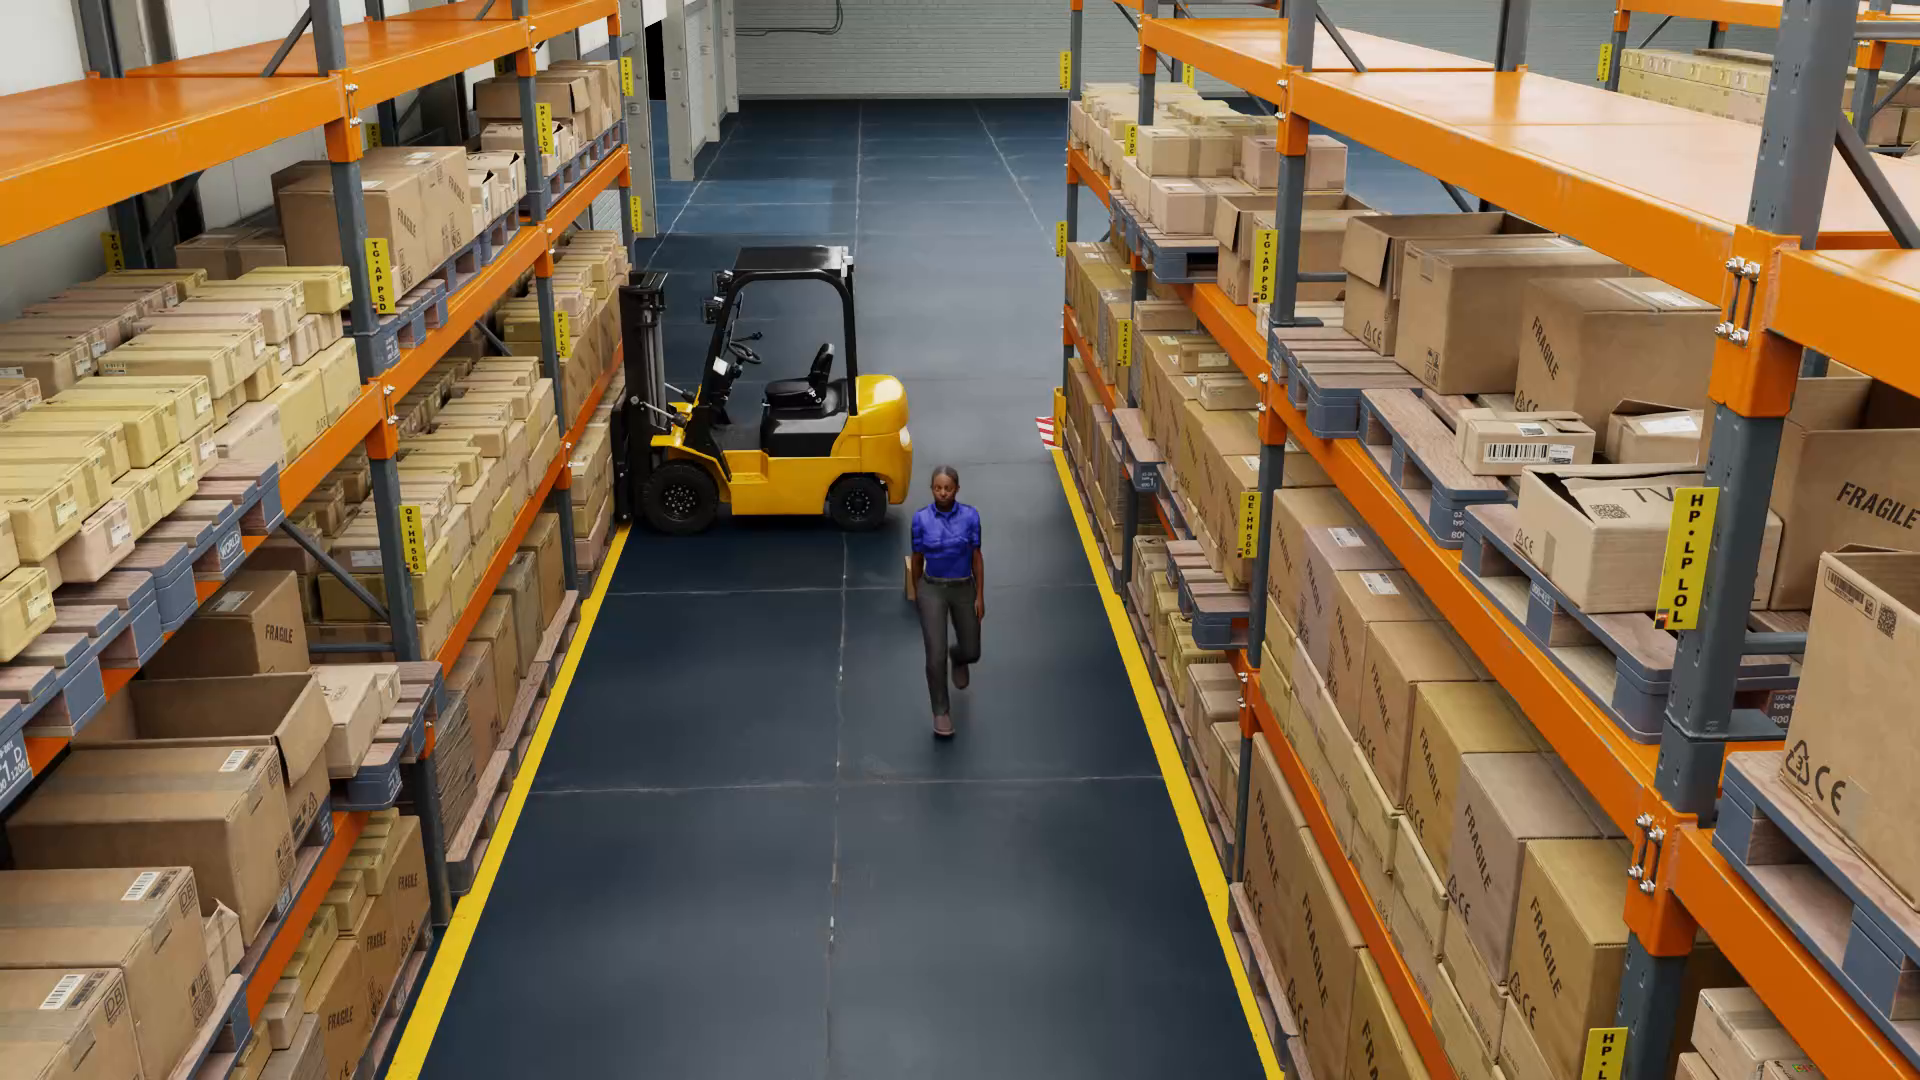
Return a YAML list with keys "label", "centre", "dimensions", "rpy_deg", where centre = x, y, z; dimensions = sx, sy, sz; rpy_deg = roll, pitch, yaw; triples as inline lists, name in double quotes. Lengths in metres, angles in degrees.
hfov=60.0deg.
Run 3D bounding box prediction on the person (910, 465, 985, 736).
- label: "person"
  centre: [-0.079, 0.316, 10.189]
  dimensions: [0.445, 1.628, 0.736]
  rpy_deg: [-3, 21, -7]
